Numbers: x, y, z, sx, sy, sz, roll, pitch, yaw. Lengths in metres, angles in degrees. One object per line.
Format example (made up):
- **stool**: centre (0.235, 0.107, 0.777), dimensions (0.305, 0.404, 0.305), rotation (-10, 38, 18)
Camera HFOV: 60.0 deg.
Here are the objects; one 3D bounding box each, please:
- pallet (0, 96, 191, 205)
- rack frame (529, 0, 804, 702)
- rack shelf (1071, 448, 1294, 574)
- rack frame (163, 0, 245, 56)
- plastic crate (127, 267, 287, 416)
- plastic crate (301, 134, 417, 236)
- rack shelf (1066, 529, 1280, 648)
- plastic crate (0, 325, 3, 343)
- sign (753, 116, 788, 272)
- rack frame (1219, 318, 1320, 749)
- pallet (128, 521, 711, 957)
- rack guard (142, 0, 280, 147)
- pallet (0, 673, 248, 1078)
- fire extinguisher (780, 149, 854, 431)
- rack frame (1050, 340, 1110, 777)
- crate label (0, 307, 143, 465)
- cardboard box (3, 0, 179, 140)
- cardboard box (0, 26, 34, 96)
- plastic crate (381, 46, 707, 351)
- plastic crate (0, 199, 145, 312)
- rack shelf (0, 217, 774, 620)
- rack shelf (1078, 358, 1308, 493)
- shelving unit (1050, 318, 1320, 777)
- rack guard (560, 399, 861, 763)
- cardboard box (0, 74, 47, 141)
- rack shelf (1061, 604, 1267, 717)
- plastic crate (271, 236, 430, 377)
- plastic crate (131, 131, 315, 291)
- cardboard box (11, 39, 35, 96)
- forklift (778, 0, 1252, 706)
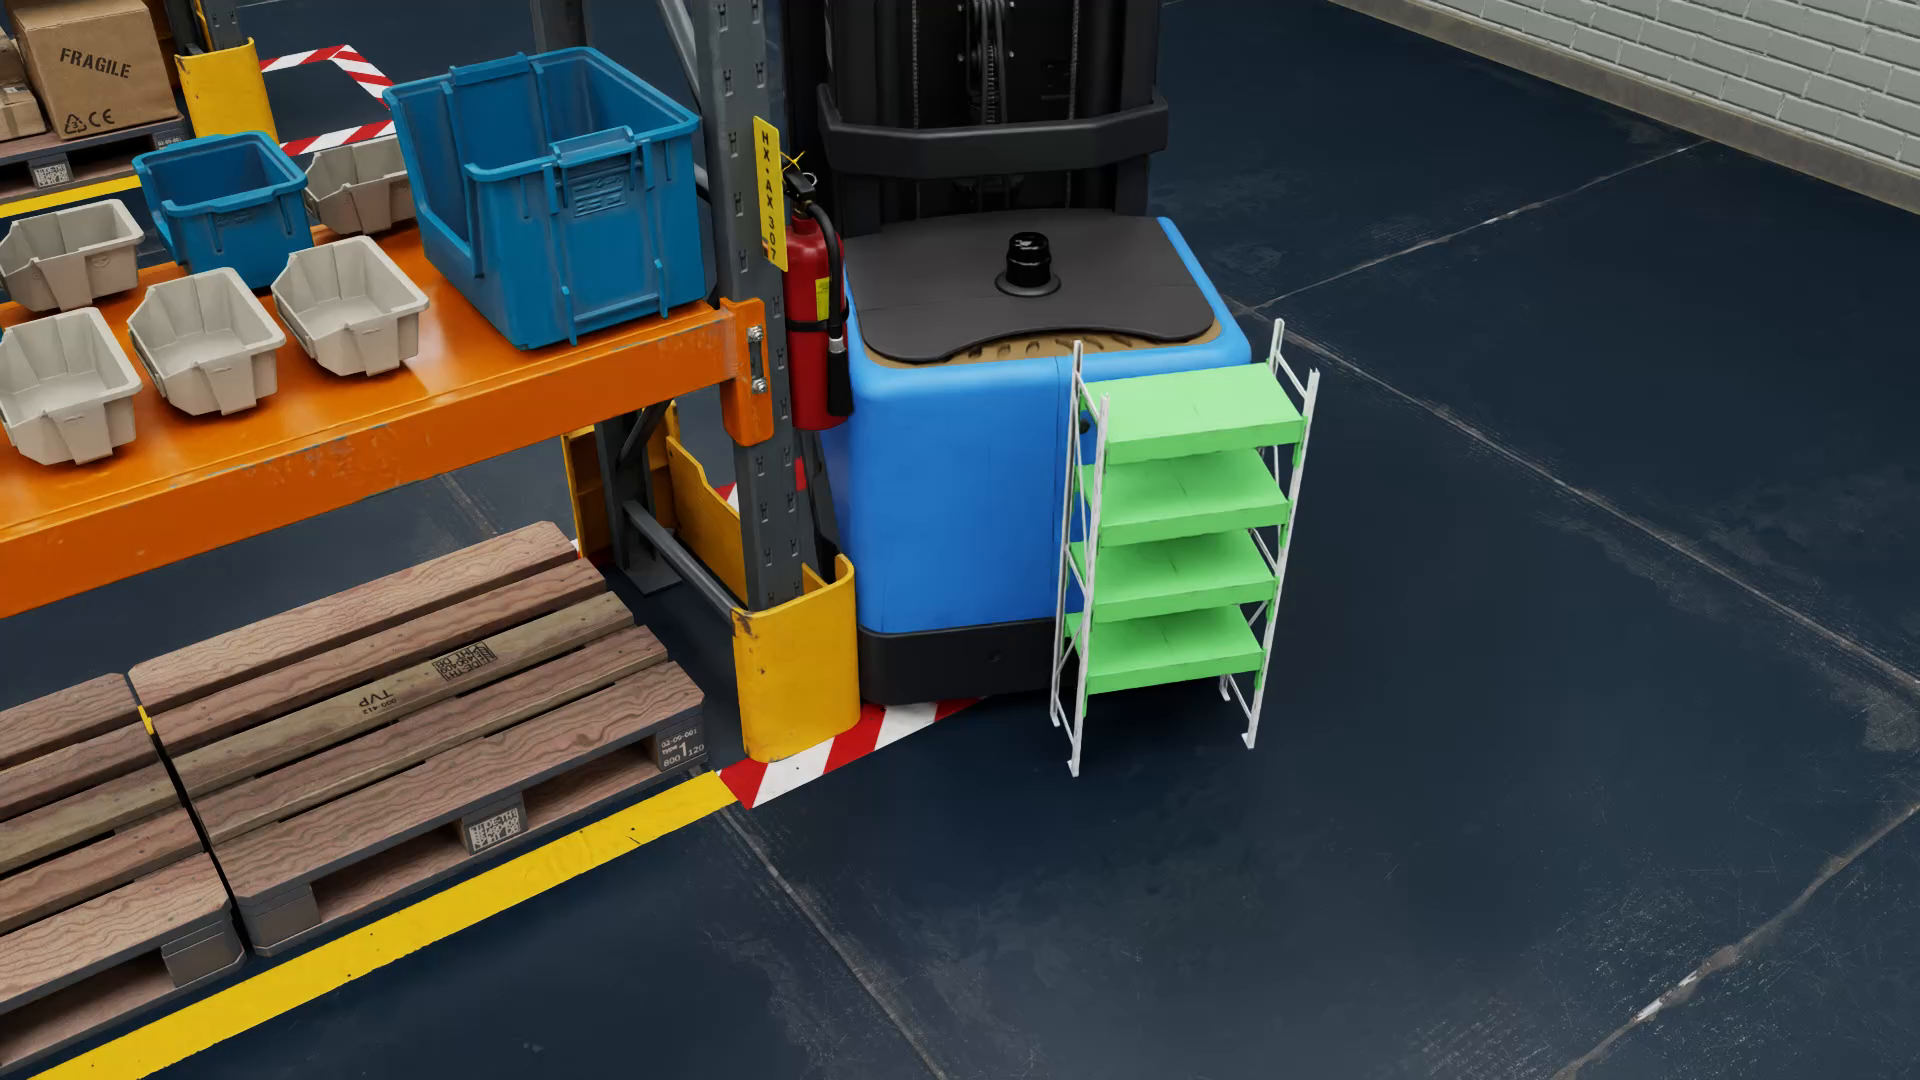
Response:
- **pallet**: centre (-4.300, -1.870, 7.670), dimensions (1.213, 0.211, 1.003), rotation (-22, 41, -28)
- **rack frame**: centre (-0.736, -0.931, 3.976), dimensions (0.127, 3.000, 1.000), rotation (-22, 41, -28)
- **rack shelf**: centre (0.527, -0.084, 4.025), dimensions (0.480, 0.148, 0.258), rotation (-7, 40, -10)
- **rack frame**: centre (-3.587, -3.297, 7.264), dimensions (0.127, 3.000, 1.000), rotation (-22, 41, -28)
- **plastic crate**: centre (-1.544, -0.397, 3.408), dimensions (0.243, 0.136, 0.396), rotation (-22, 41, -28)
- **plastic crate**: centre (-1.438, -0.854, 4.043), dimensions (0.298, 0.136, 0.250), rotation (-22, 41, -28)
- **rack shelf**: centre (0.524, 0.102, 4.177), dimensions (0.480, 0.148, 0.258), rotation (-7, 40, -10)
- **plastic crate**: centre (-2.204, -0.519, 3.494), dimensions (0.300, 0.233, 0.416), rotation (-22, 41, -28)
- **sign**: centre (-0.406, -0.740, 3.571), dimensions (0.005, 0.325, 0.100), rotation (-22, 41, -28)
- **rack frame**: centre (0.763, 0.022, 4.179), dimensions (0.015, 1.200, 0.240), rotation (-7, 40, -10)
- **pallet**: centre (-1.433, 0.460, 4.430), dimensions (1.213, 0.211, 1.003), rotation (-22, 41, -28)
- **rack guard**: centre (-3.649, -2.256, 7.959), dimensions (0.348, 0.500, 1.175), rotation (-22, 41, -28)
- **pallet**: centre (-2.429, 0.868, 3.863), dimensions (1.213, 0.211, 1.003), rotation (-22, 41, -28)
- **fire extinguisher**: centre (-0.351, -0.582, 3.876), dimensions (0.183, 0.674, 0.296), rotation (-22, 41, -28)
- **rack frame**: centre (0.287, 0.083, 4.094), dimensions (0.015, 1.200, 0.240), rotation (-7, 40, -10)
- **crate label**: centre (-1.757, -0.292, 3.261), dimensions (0.243, 0.136, 0.396), rotation (-22, 41, -28)
- **cardboard box**: centre (-3.889, -2.160, 7.448), dimensions (0.500, 0.500, 0.500), rotation (-22, 41, -28)
- **cardboard box**: centre (-4.603, -2.143, 7.639), dimensions (0.500, 0.250, 0.500), rotation (-22, 41, -28)
- **plastic crate**: centre (-0.902, -0.768, 3.667), dimensions (0.499, 0.435, 0.616), rotation (-22, 41, -28)
- **plastic crate**: centre (-1.992, -0.626, 3.726), dimensions (0.298, 0.136, 0.250), rotation (-22, 41, -28)
- **rack shelf**: centre (-2.371, 0.034, 3.250), dimensions (4.000, 0.370, 1.077), rotation (-22, 41, -28)
- **rack shelf**: centre (0.530, -0.270, 3.874), dimensions (0.480, 0.148, 0.258), rotation (-7, 40, -10)
- **shelving unit**: centre (0.525, 0.053, 4.136), dimensions (0.503, 1.200, 0.258), rotation (-7, 40, -10)
- **rack guard**: centre (-0.724, 0.069, 4.725), dimensions (0.348, 0.500, 1.175), rotation (-22, 41, -28)
- **cardboard box**: centre (-4.272, -1.931, 7.416), dimensions (0.250, 0.166, 0.380), rotation (-22, 41, -28)
- **rack shelf**: centre (0.521, 0.288, 4.328), dimensions (0.480, 0.148, 0.258), rotation (-7, 40, -10)
- **plastic crate**: centre (-1.299, -0.488, 3.534), dimensions (0.243, 0.136, 0.396), rotation (-22, 41, -28)
- **plastic crate**: centre (-1.666, -0.740, 3.802), dimensions (0.300, 0.233, 0.416), rotation (-22, 41, -28)
- **cardboard box**: centre (-4.331, -2.264, 7.879), dimensions (0.250, 0.166, 0.380), rotation (-22, 41, -28)
- **forklift**: centre (-0.010, -1.595, 4.958), dimensions (1.130, 2.935, 3.031), rotation (-6, 36, -8)
